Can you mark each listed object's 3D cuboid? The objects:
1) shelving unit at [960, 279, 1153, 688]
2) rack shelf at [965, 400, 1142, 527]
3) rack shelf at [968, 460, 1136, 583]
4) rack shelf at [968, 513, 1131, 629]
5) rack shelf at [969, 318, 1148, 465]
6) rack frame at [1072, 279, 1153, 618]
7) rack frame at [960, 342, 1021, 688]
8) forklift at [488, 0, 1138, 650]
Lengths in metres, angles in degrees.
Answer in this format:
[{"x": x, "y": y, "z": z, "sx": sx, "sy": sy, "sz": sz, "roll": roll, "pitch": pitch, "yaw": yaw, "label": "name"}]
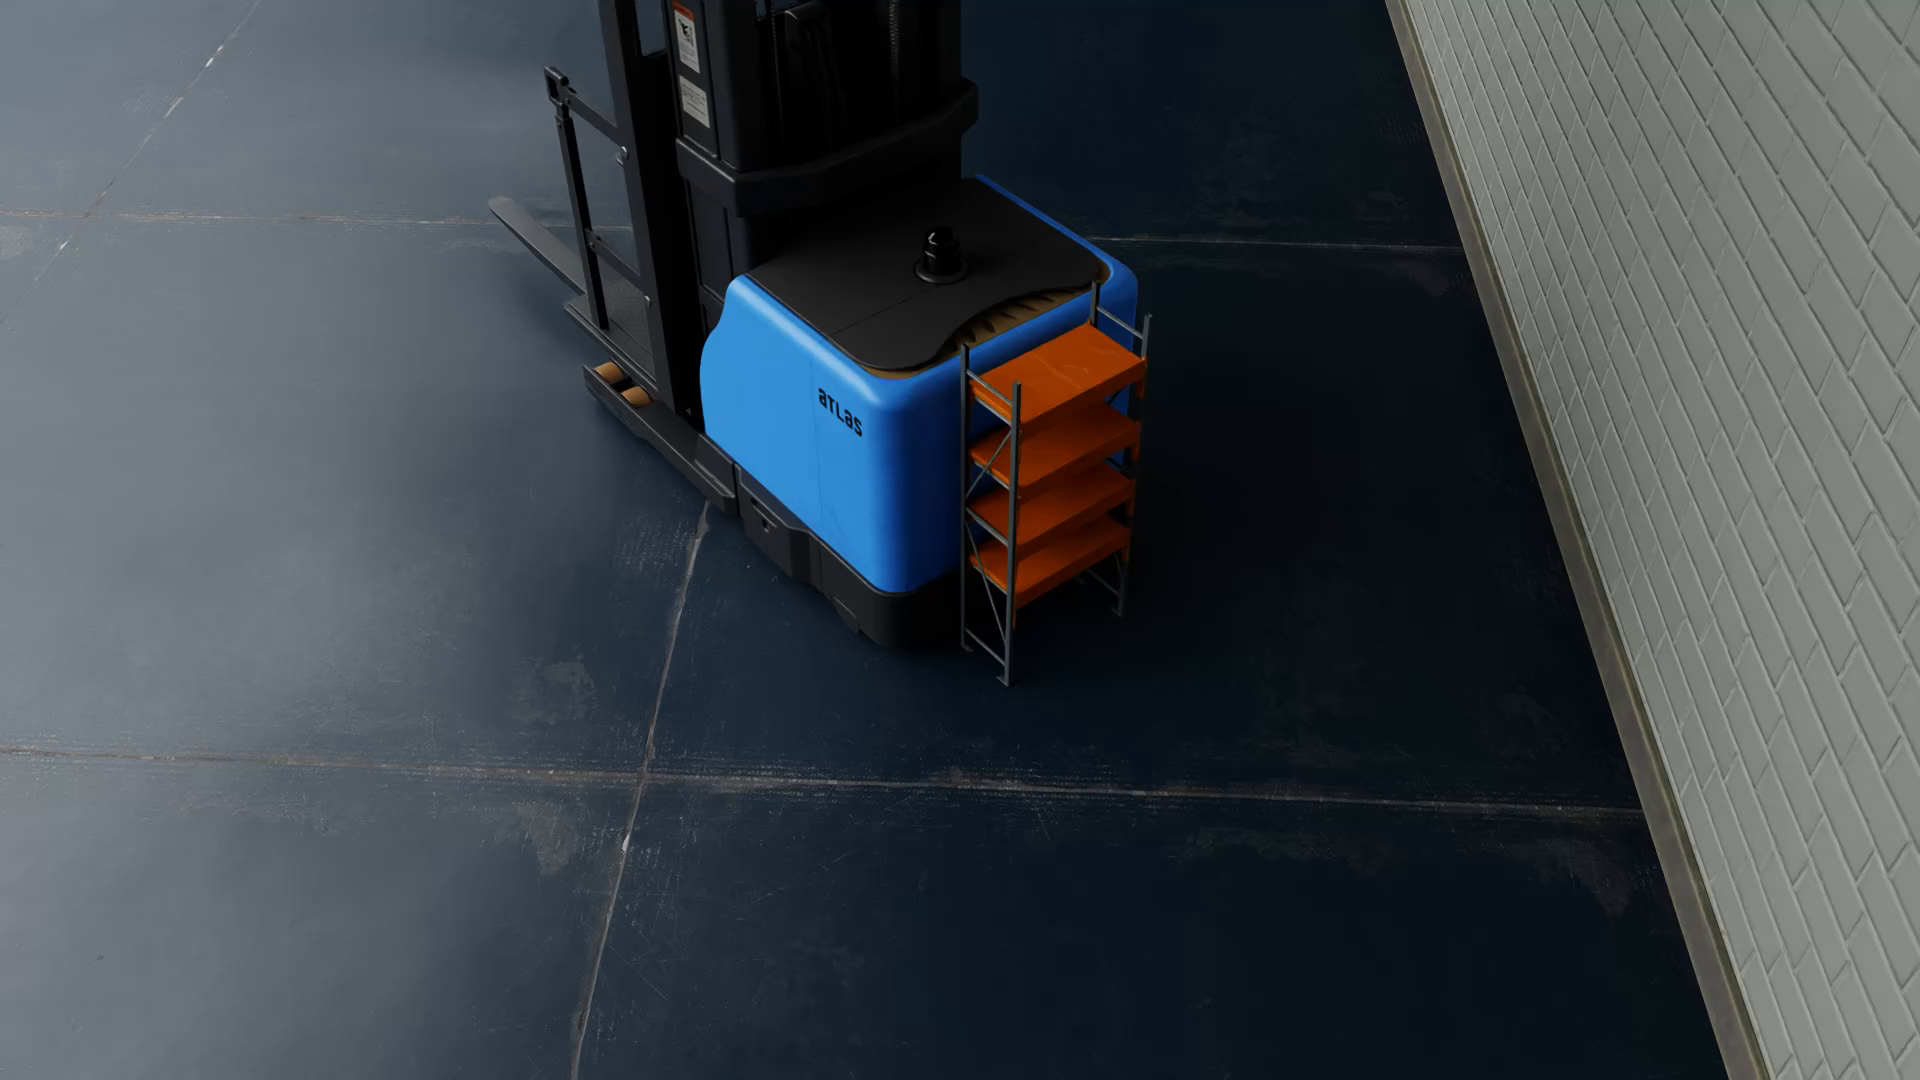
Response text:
[{"x": 0.272, "y": -0.144, "z": 5.024, "sx": 0.503, "sy": 1.200, "sz": 0.258, "roll": -29, "pitch": 50, "yaw": -27, "label": "shelving unit"}, {"x": 0.272, "y": -0.258, "z": 4.917, "sx": 0.480, "sy": 0.148, "sz": 0.258, "roll": -29, "pitch": 50, "yaw": -27, "label": "rack shelf"}, {"x": 0.272, "y": -0.095, "z": 5.070, "sx": 0.480, "sy": 0.148, "sz": 0.258, "roll": -29, "pitch": 50, "yaw": -27, "label": "rack shelf"}, {"x": 0.272, "y": 0.051, "z": 5.205, "sx": 0.480, "sy": 0.148, "sz": 0.258, "roll": -29, "pitch": 50, "yaw": -27, "label": "rack shelf"}, {"x": 0.272, "y": -0.431, "z": 4.756, "sx": 0.480, "sy": 0.148, "sz": 0.258, "roll": -29, "pitch": 50, "yaw": -27, "label": "rack shelf"}, {"x": 0.461, "y": -0.249, "z": 5.137, "sx": 0.015, "sy": 1.200, "sz": 0.240, "roll": -29, "pitch": 50, "yaw": -27, "label": "rack frame"}, {"x": 0.083, "y": -0.039, "z": 4.911, "sx": 0.015, "sy": 1.200, "sz": 0.240, "roll": -29, "pitch": 50, "yaw": -27, "label": "rack frame"}, {"x": -0.758, "y": -1.667, "z": 5.389, "sx": 1.130, "sy": 2.935, "sz": 3.031, "roll": -29, "pitch": 50, "yaw": -27, "label": "forklift"}]
